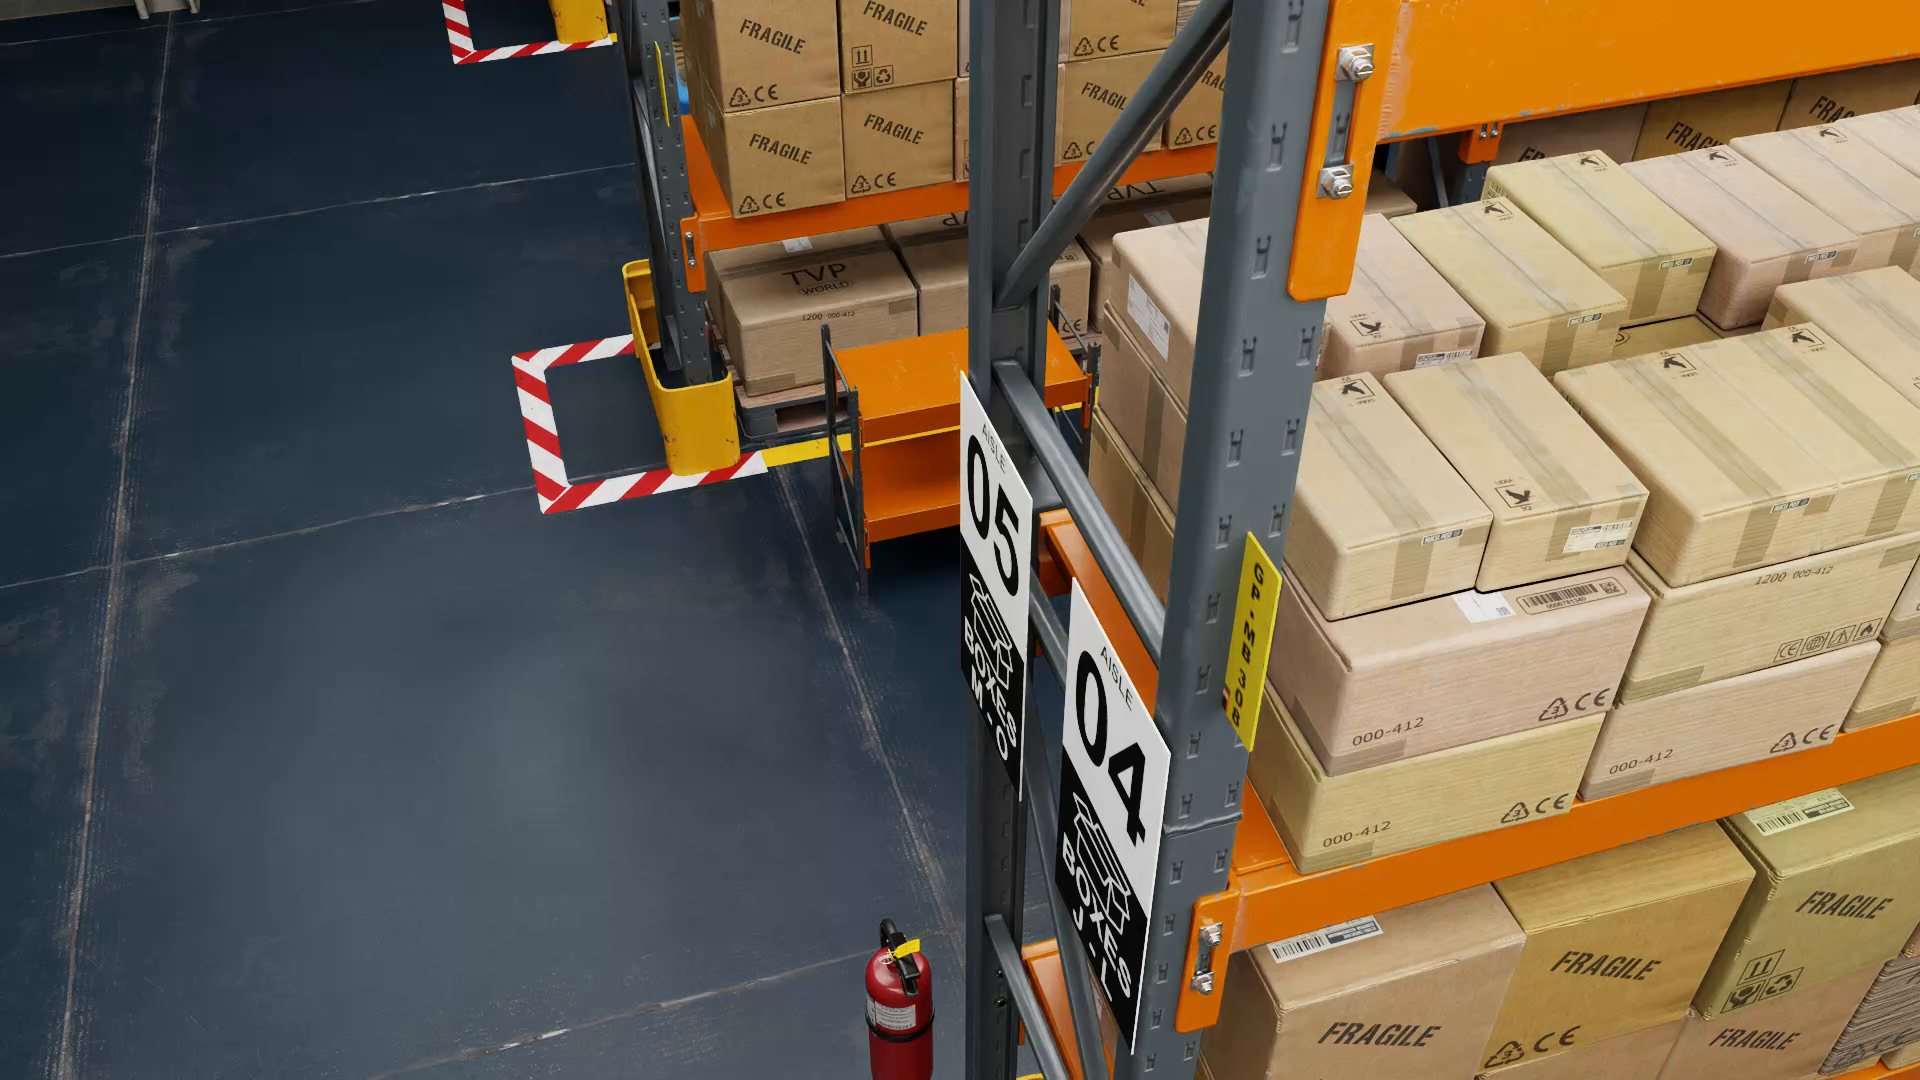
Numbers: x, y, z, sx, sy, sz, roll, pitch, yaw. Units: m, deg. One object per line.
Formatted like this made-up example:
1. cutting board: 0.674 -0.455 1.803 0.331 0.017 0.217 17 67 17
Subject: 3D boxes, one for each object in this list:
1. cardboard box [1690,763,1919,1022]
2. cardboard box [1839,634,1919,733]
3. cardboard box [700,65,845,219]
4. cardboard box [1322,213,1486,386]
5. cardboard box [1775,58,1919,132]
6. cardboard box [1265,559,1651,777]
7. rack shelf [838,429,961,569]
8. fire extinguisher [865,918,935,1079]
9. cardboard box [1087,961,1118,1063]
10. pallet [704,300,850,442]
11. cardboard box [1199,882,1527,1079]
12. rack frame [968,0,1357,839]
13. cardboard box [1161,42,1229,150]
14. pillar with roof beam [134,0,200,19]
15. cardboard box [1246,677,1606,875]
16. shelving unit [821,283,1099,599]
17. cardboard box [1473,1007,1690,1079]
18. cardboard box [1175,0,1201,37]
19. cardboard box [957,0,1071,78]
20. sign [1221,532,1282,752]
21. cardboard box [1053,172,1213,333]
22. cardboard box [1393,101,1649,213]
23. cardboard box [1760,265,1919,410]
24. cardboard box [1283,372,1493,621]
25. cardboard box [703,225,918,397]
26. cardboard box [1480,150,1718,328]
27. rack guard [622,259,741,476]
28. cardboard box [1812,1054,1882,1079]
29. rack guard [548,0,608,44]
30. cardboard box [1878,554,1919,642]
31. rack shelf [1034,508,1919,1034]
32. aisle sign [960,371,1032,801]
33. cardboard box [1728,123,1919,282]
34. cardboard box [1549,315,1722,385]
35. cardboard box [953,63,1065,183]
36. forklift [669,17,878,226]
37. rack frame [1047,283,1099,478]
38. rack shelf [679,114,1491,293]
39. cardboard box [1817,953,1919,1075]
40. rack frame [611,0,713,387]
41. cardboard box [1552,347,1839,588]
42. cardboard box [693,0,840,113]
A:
1. cardboard box: 1.712 0.616 3.552 0.500 0.500 0.500 -13 43 -14
2. cardboard box: 1.718 0.045 3.103 0.500 0.250 0.500 -13 43 -14
3. cardboard box: -0.817 -1.782 7.283 0.500 0.500 0.500 -12 43 -13
4. cardboard box: 0.709 -0.405 2.935 0.250 0.149 0.380 -11 42 -12
5. cardboard box: 4.733 -2.510 9.489 0.875 0.875 0.875 -11 42 -13
6. cardboard box: 0.728 0.070 2.694 0.500 0.250 0.500 -11 42 -12
7. rack shelf: -0.006 -0.238 7.389 1.000 0.278 0.538 -12 42 -13
8. fire extinguisher: -0.157 1.187 4.303 0.183 0.674 0.296 -12 42 -13
9. cardboard box: 0.448 1.110 4.240 0.250 0.149 0.380 -12 42 -13
10. pallet: -0.622 -0.986 8.568 1.213 0.211 1.003 -12 42 -13
11. cardboard box: 0.730 0.809 3.332 0.500 0.500 0.500 -12 43 -13
12. rack frame: 0.222 -1.002 1.907 0.127 3.000 1.000 -12 42 -13
13. cardboard box: 1.124 -2.192 7.752 0.500 0.500 0.500 -12 43 -14
14. pillar with roof beam: -4.405 -4.534 5.949 0.400 9.000 9.100 -12 42 -13
15. cardboard box: 0.727 0.256 2.861 0.500 0.250 0.500 -10 42 -12
16. shelving unit: -0.006 -0.422 7.228 1.048 1.125 0.538 -12 42 -13
17. cardboard box: 1.236 1.070 3.792 0.500 0.500 0.500 -12 42 -13
18. cardboard box: 1.118 -2.566 7.420 0.500 0.500 0.500 -11 42 -12
19. cardboard box: 0.161 -2.373 7.199 0.500 0.500 0.500 -12 43 -13
20. sign: 0.385 0.139 2.216 0.005 0.325 0.100 -12 42 -13
21. cardboard box: 0.969 -1.579 8.755 0.875 0.438 0.875 -13 43 -14
22. cardboard box: 3.021 -2.150 9.077 0.875 0.875 0.875 -10 42 -12
23. cardboard box: 1.575 -0.287 2.800 0.250 0.149 0.380 -11 42 -12
24. cardboard box: 0.599 -0.075 2.557 0.250 0.149 0.380 -12 43 -13
25. cardboard box: -0.762 -1.216 8.339 0.875 0.438 0.875 -13 43 -15
26. cardboard box: 1.179 -0.563 3.115 0.250 0.149 0.380 -11 42 -12
27. rack guard: -1.384 -0.883 8.230 0.348 0.500 1.175 -12 42 -13
28. cardboard box: 2.102 1.153 4.191 0.250 0.149 0.380 -10 42 -12
29. rack guard: -2.784 -4.017 11.818 0.348 0.500 1.175 -12 42 -13
30. cardboard box: 1.702 -0.124 2.916 0.500 0.250 0.500 -11 42 -13
31. rack shelf: 2.129 0.003 3.583 4.000 0.370 1.077 -12 42 -13
32. aisle sign: 0.062 0.104 3.224 0.004 0.787 0.394 -12 42 -13
33. cardboard box: 1.682 -0.638 3.201 0.250 0.149 0.380 -11 42 -12
34. cardboard box: 1.072 -0.357 3.182 0.500 0.250 0.500 -13 43 -14
35. cardboard box: 0.147 -1.988 7.519 0.500 0.500 0.500 -12 43 -13
36. forklift: -0.198 -3.196 9.030 3.031 2.935 1.130 -12 43 -13
37. rack frame: 0.478 -0.523 7.343 0.032 1.125 0.500 -12 42 -13
38. rack shelf: 0.546 -1.954 8.103 4.000 0.370 1.077 -12 42 -13
39. cardboard box: 2.191 0.877 4.014 0.500 0.500 0.500 -13 43 -14
40. rack frame: -1.362 -1.829 7.413 0.127 3.000 1.000 -12 42 -13
41. cardboard box: 1.128 -0.122 2.611 0.250 0.149 0.380 -12 43 -13
42. cardboard box: -0.818 -2.160 6.956 0.500 0.500 0.500 -13 43 -14
